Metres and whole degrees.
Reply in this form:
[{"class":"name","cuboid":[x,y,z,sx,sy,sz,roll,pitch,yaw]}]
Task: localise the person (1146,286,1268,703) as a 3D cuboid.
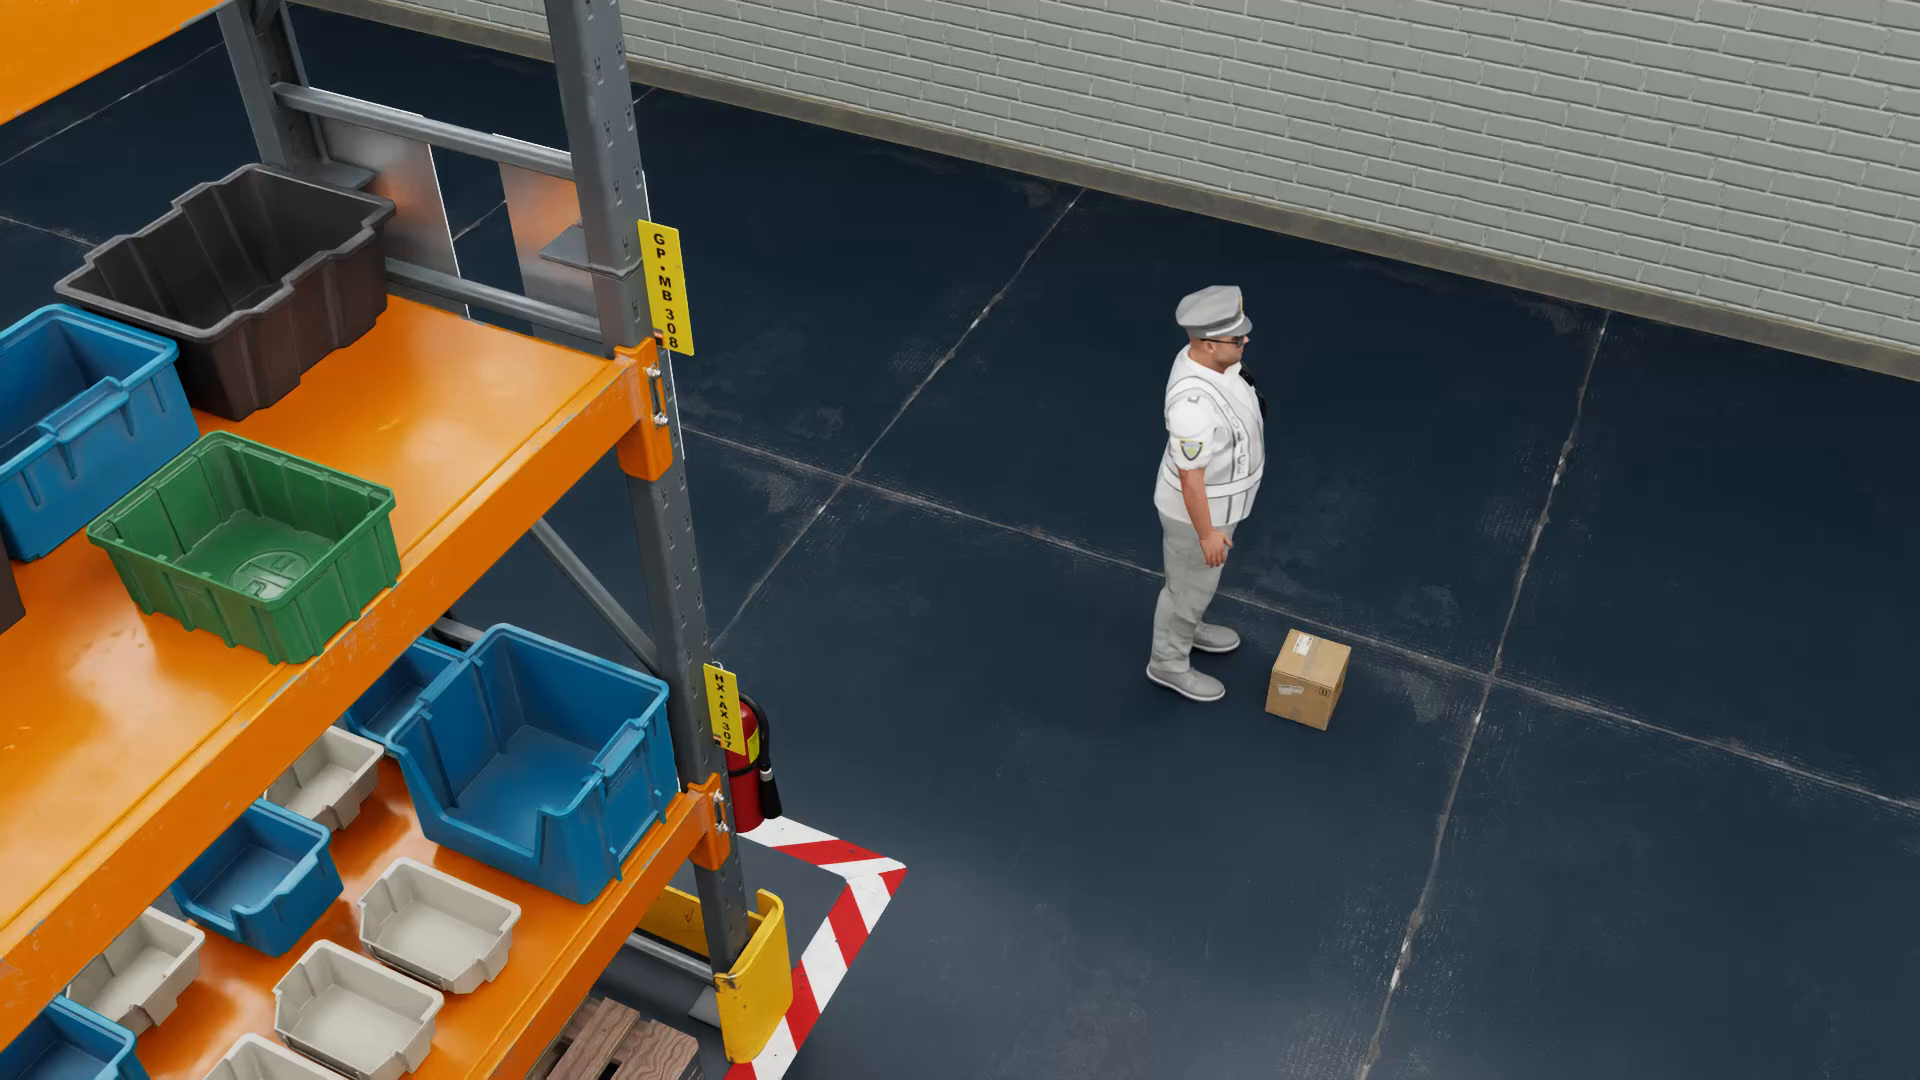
[{"class":"person","cuboid":[0.943,-0.173,6.309,0.401,1.783,0.549,10,43,11]}]
